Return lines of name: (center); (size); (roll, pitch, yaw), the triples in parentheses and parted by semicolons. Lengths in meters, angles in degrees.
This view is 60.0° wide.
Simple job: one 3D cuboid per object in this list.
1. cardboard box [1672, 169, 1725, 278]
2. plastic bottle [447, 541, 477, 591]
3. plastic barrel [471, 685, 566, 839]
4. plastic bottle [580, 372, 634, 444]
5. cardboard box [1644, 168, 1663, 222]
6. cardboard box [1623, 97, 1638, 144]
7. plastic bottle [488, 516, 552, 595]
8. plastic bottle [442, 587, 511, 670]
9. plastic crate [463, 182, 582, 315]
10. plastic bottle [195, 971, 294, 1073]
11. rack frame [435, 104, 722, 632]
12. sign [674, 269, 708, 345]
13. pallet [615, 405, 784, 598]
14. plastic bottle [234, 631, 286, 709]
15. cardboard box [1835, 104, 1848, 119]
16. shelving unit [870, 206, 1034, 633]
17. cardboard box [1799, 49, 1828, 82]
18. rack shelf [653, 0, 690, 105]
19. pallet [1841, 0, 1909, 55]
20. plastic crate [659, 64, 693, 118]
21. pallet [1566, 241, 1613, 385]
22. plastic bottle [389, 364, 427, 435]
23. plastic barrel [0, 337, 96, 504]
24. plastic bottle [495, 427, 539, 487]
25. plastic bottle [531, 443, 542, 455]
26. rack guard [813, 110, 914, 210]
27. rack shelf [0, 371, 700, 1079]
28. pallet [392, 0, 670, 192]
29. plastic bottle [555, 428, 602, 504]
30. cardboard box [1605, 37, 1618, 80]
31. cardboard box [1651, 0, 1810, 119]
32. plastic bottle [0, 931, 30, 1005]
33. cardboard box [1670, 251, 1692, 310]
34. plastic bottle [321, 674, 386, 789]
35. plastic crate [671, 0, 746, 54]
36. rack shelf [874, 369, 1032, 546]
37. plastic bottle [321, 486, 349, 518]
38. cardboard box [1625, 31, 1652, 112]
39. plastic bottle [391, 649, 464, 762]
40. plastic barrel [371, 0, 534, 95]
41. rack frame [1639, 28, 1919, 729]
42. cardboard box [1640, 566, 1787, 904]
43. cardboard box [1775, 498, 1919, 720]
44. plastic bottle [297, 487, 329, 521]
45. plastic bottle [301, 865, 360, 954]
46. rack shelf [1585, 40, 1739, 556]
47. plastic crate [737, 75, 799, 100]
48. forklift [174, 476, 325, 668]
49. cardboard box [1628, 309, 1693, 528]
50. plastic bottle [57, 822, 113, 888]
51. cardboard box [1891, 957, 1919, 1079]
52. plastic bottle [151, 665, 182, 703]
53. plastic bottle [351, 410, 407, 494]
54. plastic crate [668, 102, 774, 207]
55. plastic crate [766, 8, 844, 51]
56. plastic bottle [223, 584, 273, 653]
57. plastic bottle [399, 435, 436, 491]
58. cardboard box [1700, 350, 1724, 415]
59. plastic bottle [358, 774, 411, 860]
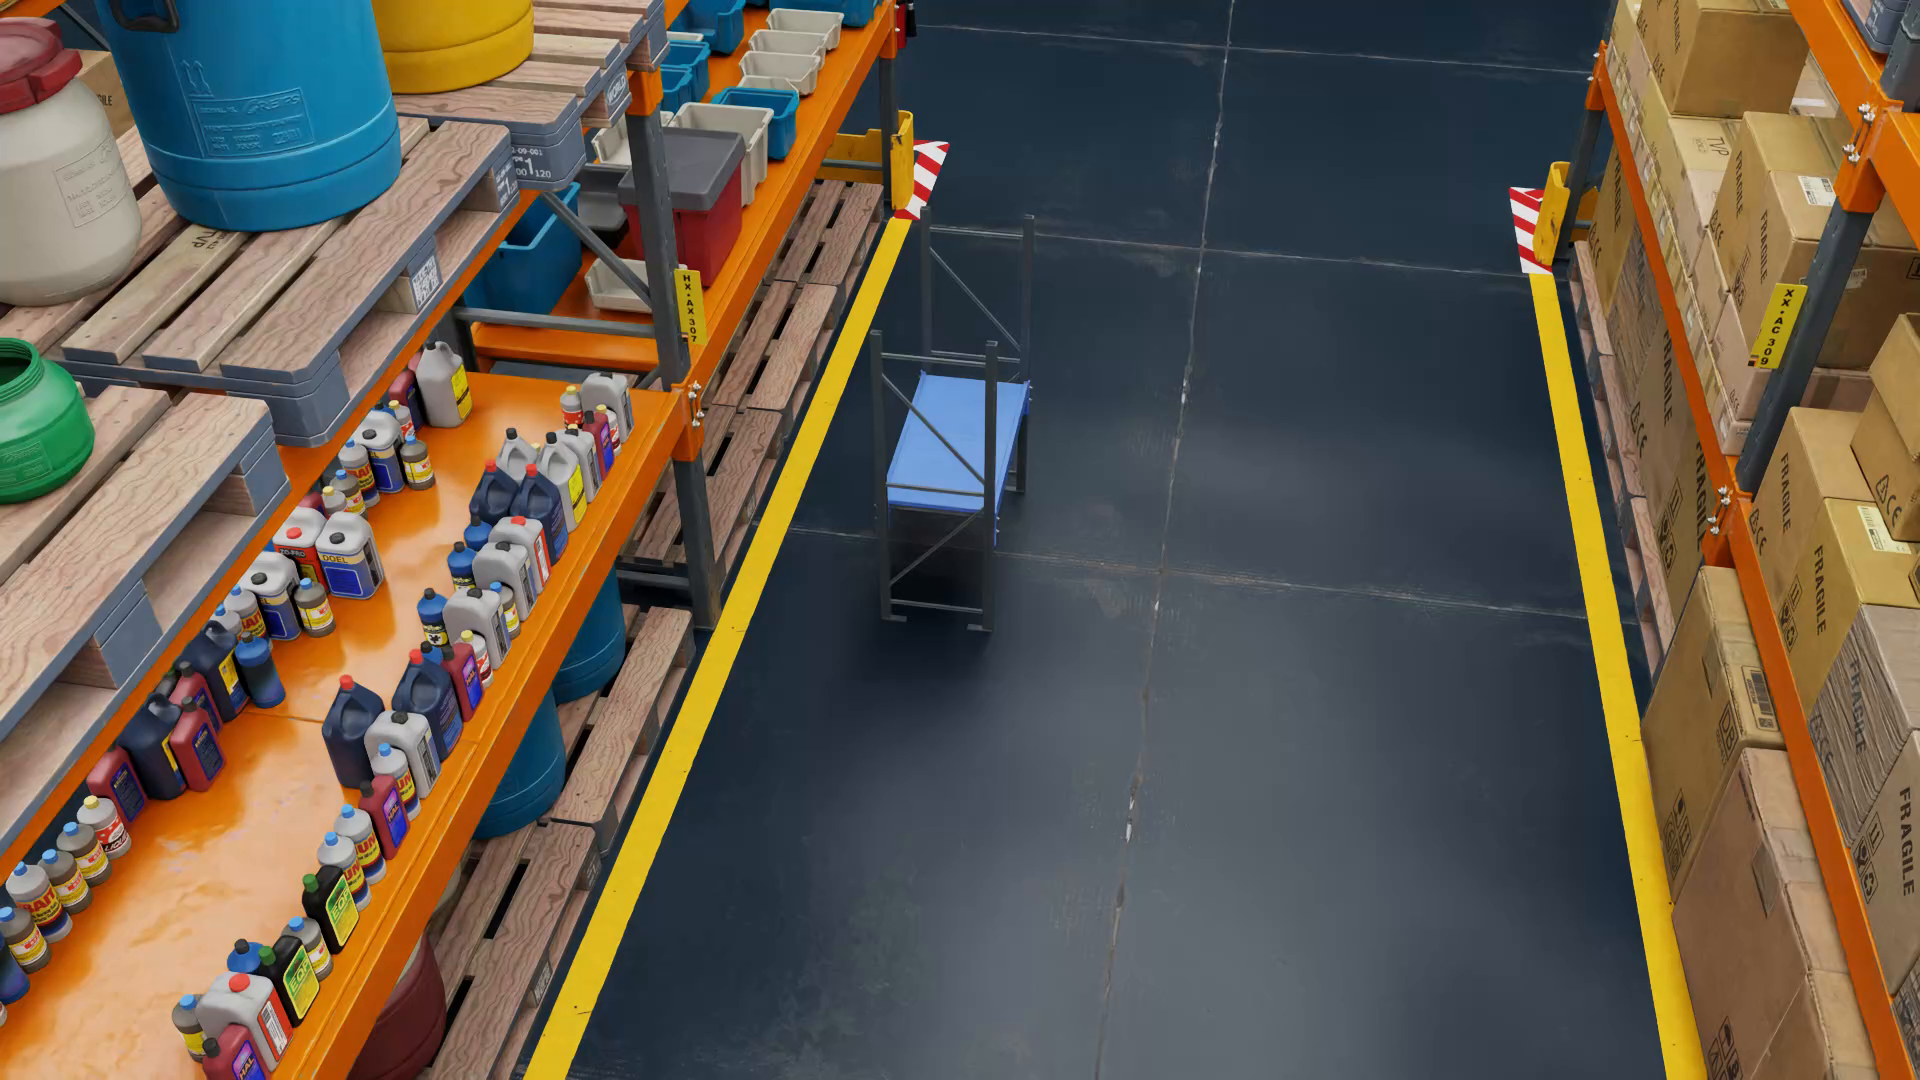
cardboard box: (3.303, -1.305, 6.956); (0.500, 0.250, 0.500); (7, 40, 9)
plastic bottle: (-1.618, 0.118, 5.452); (0.097, 0.271, 0.097); (0, 40, 0)
plastic barrel: (-1.802, 0.588, 6.099); (0.600, 0.901, 0.708); (6, 40, 8)
plastic bottle: (-1.318, -0.512, 6.210); (0.152, 0.276, 0.135); (6, 40, 8)
cardboard box: (3.351, -1.559, 7.575); (0.380, 0.149, 0.250); (5, 40, 7)
cardboard box: (3.485, -2.038, 8.155); (0.380, 0.149, 0.250); (6, 40, 7)
plastic bottle: (-1.469, 0.033, 5.550); (0.152, 0.276, 0.135); (6, 40, 8)
plastic bottle: (-1.532, 0.263, 5.272); (0.152, 0.276, 0.135); (6, 40, 8)
plastic crate: (-1.824, -1.191, 6.898); (0.392, 0.384, 0.575); (6, 40, 8)
plastic bottle: (-1.787, 1.189, 4.152); (0.152, 0.276, 0.135); (6, 40, 8)
rack frame: (-1.568, -0.843, 6.513); (1.000, 3.000, 0.127); (6, 40, 8)
sign: (-1.027, -0.888, 6.350); (0.100, 0.325, 0.005); (6, 40, 8)
pallet: (-1.479, -0.234, 7.964); (1.003, 0.211, 1.213); (6, 40, 8)
plastic bottle: (-2.163, 0.389, 5.123); (0.097, 0.271, 0.097); (0, 40, 0)
cardboard box: (3.823, -1.551, 6.664); (0.500, 0.500, 0.500); (5, 40, 6)
shelving unit: (-0.015, -0.524, 7.304); (0.538, 1.500, 1.048); (6, 40, 8)
cardboard box: (4.091, -2.213, 8.053); (0.500, 0.250, 0.500); (6, 40, 7)
rack shelf: (-1.222, -2.977, 7.304); (1.077, 0.370, 4.000); (6, 40, 8)
pallet: (3.462, -1.931, 5.544); (1.003, 0.211, 1.213); (6, 40, 8)
plastic crate: (-1.523, -2.179, 8.212); (0.416, 0.233, 0.300); (6, 40, 8)
pallet: (3.941, -1.222, 9.160); (1.003, 0.211, 1.213); (6, 40, 8)
plastic bottle: (-2.075, -0.531, 6.227); (0.061, 0.283, 0.133); (6, 40, 8)
plastic barrel: (-1.851, -0.231, 3.210); (0.294, 0.245, 0.294); (0, 40, 0)
plastic bottle: (-1.547, -0.227, 5.806); (0.144, 0.351, 0.185); (6, 40, 8)
plastic bottle: (-1.508, -0.256, 5.959); (0.097, 0.201, 0.097); (0, 40, 0)
rack guard: (-0.885, -2.407, 10.365); (1.175, 0.500, 0.348); (6, 40, 8)
rack shelf: (-1.914, 0.689, 5.224); (1.077, 0.370, 4.000); (6, 40, 8)
pallet: (-1.608, -1.424, 5.009); (1.213, 0.211, 1.003); (6, 40, 8)
plastic bottle: (-1.381, -0.283, 5.933); (0.152, 0.276, 0.135); (6, 40, 8)
cardboard box: (3.616, -2.524, 8.743); (0.380, 0.149, 0.250); (7, 40, 8)
cardboard box: (3.483, -2.242, 7.500); (0.500, 0.500, 0.500); (5, 40, 6)
plastic bottle: (-2.499, 1.078, 4.289); (0.097, 0.271, 0.097); (0, 40, 0)
cardboard box: (3.218, -1.074, 6.989); (0.380, 0.149, 0.250); (7, 40, 9)
plastic bottle: (-1.769, 0.548, 4.869); (0.144, 0.351, 0.185); (6, 40, 8)
plastic crate: (-1.357, -2.780, 8.940); (0.416, 0.233, 0.300); (6, 40, 8)
rack shelf: (-0.015, -0.386, 7.419); (0.538, 0.185, 1.000); (6, 40, 8)
plastic bottle: (-2.168, -0.097, 5.765); (0.097, 0.201, 0.097); (0, 40, 0)
cardboard box: (3.570, -2.266, 8.118); (0.500, 0.250, 0.500); (6, 40, 7)
plastic bottle: (-1.596, 0.480, 4.951); (0.144, 0.351, 0.185); (6, 40, 8)
plastic barrel: (-1.526, -1.638, 4.643); (0.600, 0.588, 0.600); (0, 40, 0)
rack frame: (3.310, -0.297, 5.852); (1.000, 3.000, 0.127); (6, 40, 8)
cardboard box: (3.219, 0.764, 5.907); (1.225, 0.875, 0.875); (7, 40, 8)
cardboard box: (2.898, 0.241, 5.123); (0.500, 0.500, 0.500); (6, 40, 8)
plastic bottle: (-2.206, -0.058, 5.654); (0.061, 0.283, 0.133); (6, 40, 8)
plastic bottle: (-1.679, 0.962, 4.421); (0.061, 0.283, 0.133); (6, 40, 8)
rack shelf: (3.656, -1.275, 7.599); (1.077, 0.370, 4.000); (6, 40, 8)
plastic crate: (-0.960, -2.198, 8.311); (0.298, 0.136, 0.250); (6, 40, 8)
forklift: (-4.282, -0.670, 6.357); (3.031, 2.935, 1.130); (-14, 42, -17)
cardboard box: (3.659, -0.610, 7.569); (0.875, 0.875, 0.875); (6, 40, 8)
plastic bottle: (-2.432, 0.861, 4.607); (0.097, 0.201, 0.097); (0, 40, 0)
cardboard box: (2.638, 1.199, 3.964); (0.500, 0.500, 0.500); (5, 40, 6)
plastic bottle: (-2.358, 0.494, 4.987); (0.061, 0.283, 0.133); (6, 40, 8)
plastic bottle: (-2.087, -0.317, 5.974); (0.152, 0.276, 0.135); (6, 40, 8)
plastic crate: (-1.123, -1.759, 7.666); (0.437, 0.282, 0.530); (6, 40, 8)
plastic crate: (-0.839, -2.743, 8.971); (0.396, 0.136, 0.243); (6, 40, 8)
plastic bottle: (-2.271, 0.251, 5.290); (0.097, 0.271, 0.097); (0, 40, 0)
plastic bottle: (-1.961, -0.286, 5.995); (0.097, 0.201, 0.097); (0, 40, 0)
cardboard box: (3.084, -0.590, 6.403); (0.380, 0.149, 0.250); (7, 40, 9)
plastic bottle: (-1.622, 0.756, 4.670); (0.061, 0.283, 0.133); (6, 40, 8)
